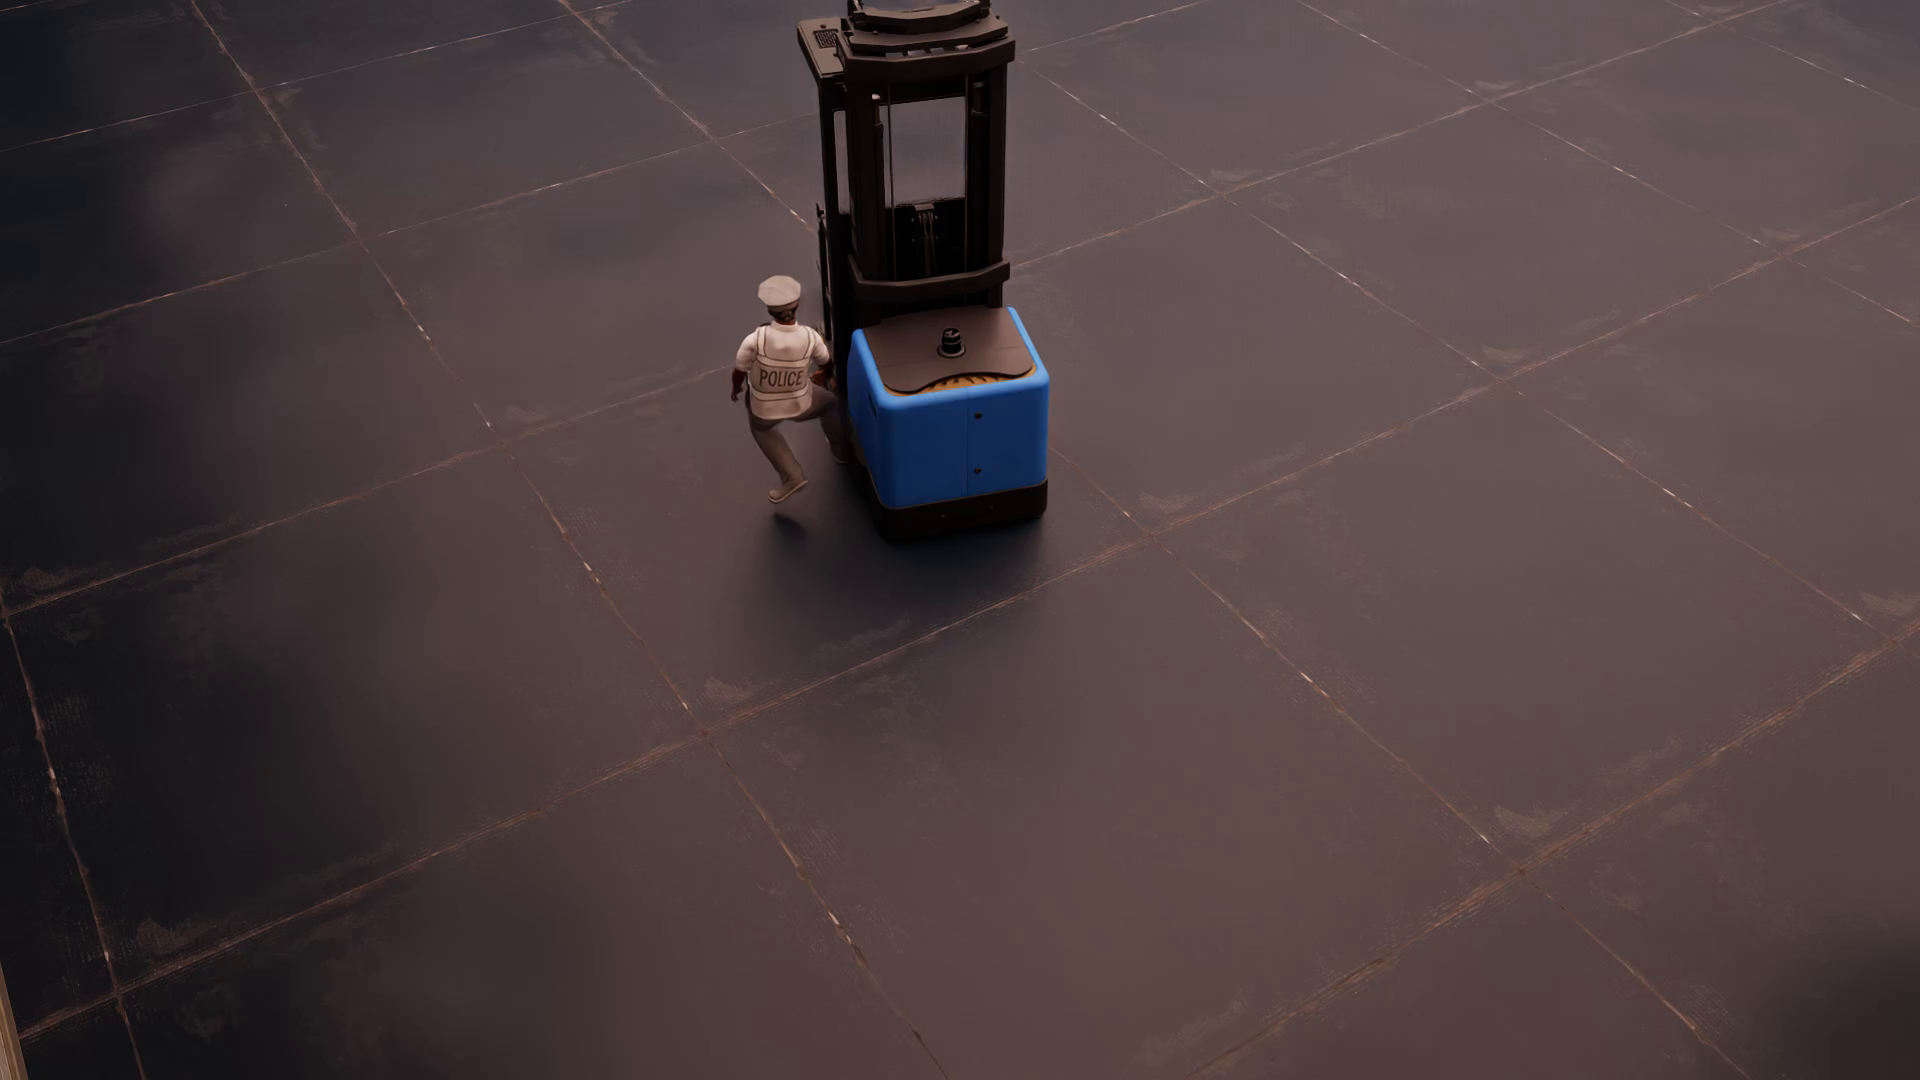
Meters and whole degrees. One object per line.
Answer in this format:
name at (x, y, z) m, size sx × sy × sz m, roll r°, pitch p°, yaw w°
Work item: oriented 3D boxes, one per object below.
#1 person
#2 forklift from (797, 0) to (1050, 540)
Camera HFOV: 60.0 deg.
person at (-1.026, -0.973, 9.978) m, size 0.713 × 1.507 × 0.697 m, roll -7°, pitch 42°, yaw -7°
forklift at (-0.332, -2.087, 10.260) m, size 1.130 × 2.935 × 3.031 m, roll -10°, pitch 42°, yaw -11°
